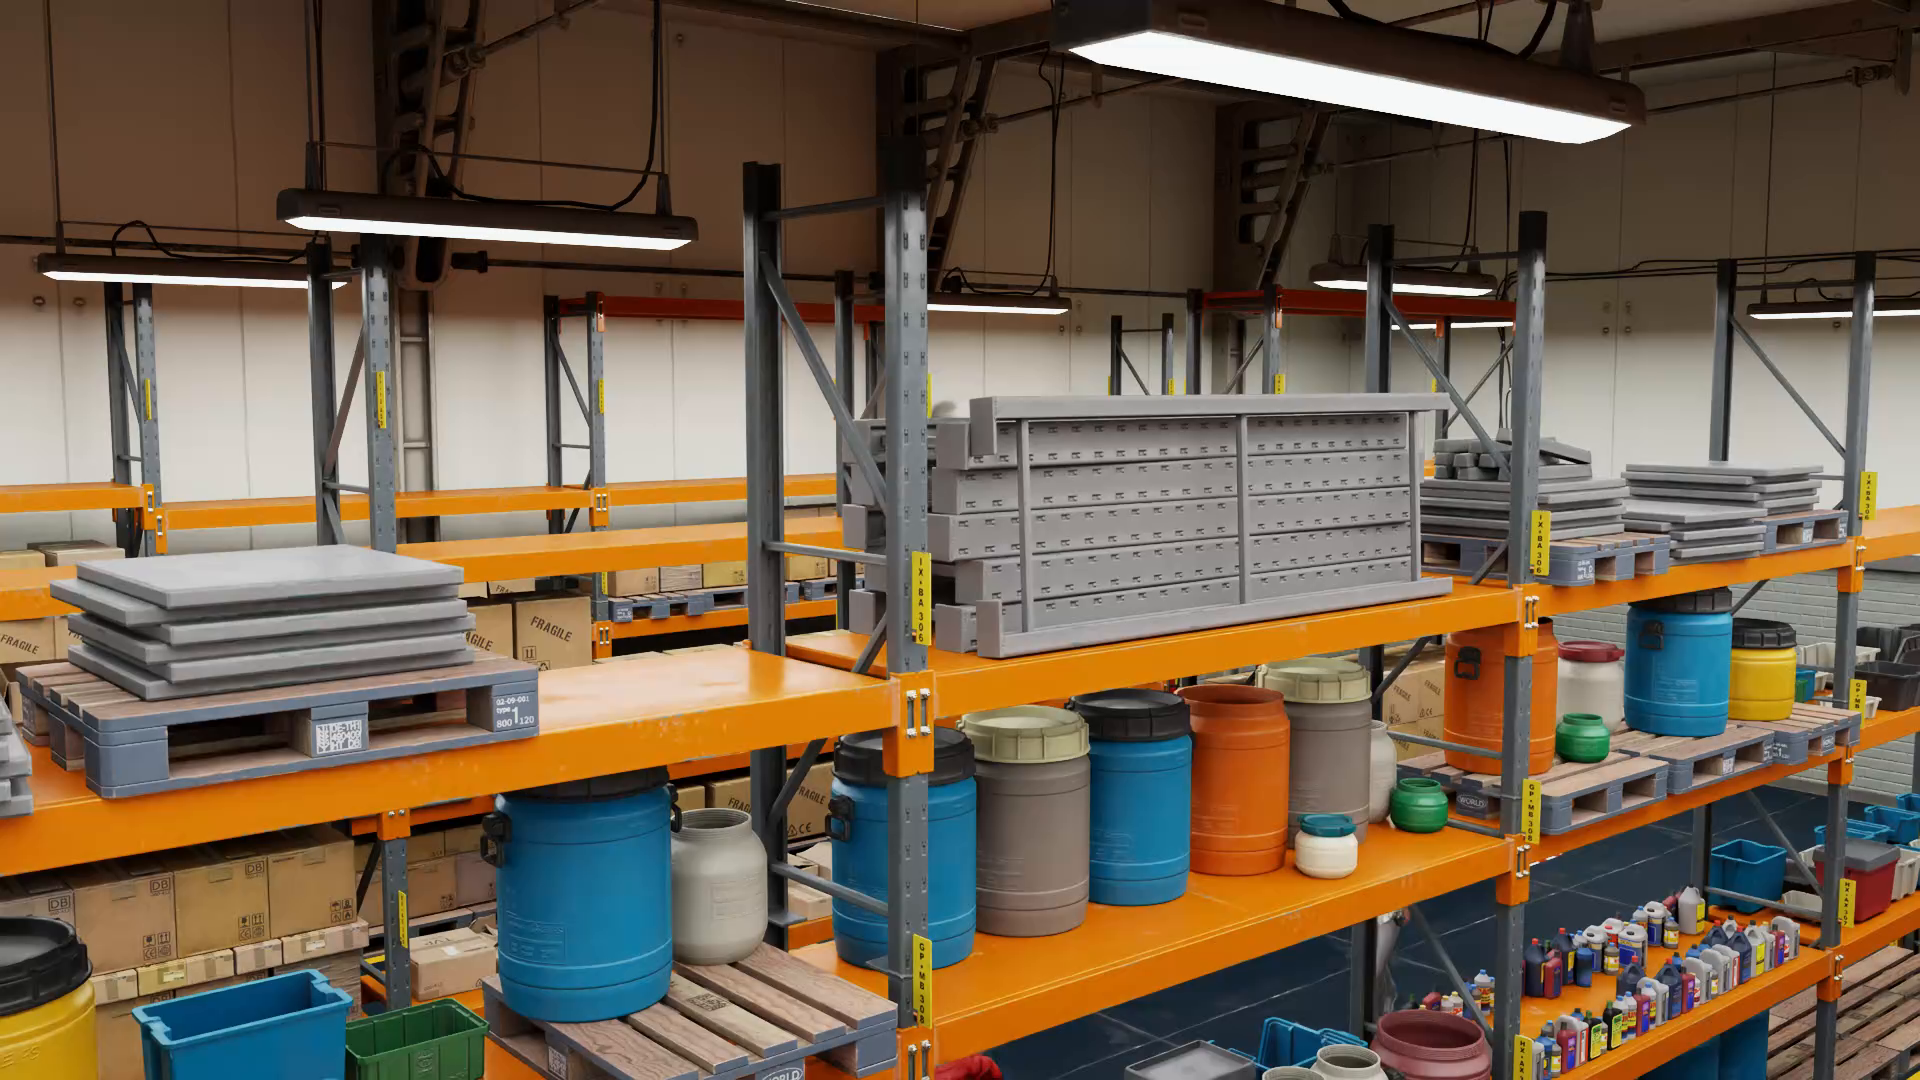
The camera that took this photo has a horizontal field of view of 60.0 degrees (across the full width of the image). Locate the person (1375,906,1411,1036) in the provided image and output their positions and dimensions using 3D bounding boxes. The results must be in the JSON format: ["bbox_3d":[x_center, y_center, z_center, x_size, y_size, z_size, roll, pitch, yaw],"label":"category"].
[{"bbox_3d":[3.323,3.052,13.207,0.546,1.756,0.772,5,7,41],"label":"person"}]

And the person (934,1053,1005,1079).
[{"bbox_3d":[-0.140,3.390,9.219,0.665,1.699,1.010,5,7,42],"label":"person"}]
